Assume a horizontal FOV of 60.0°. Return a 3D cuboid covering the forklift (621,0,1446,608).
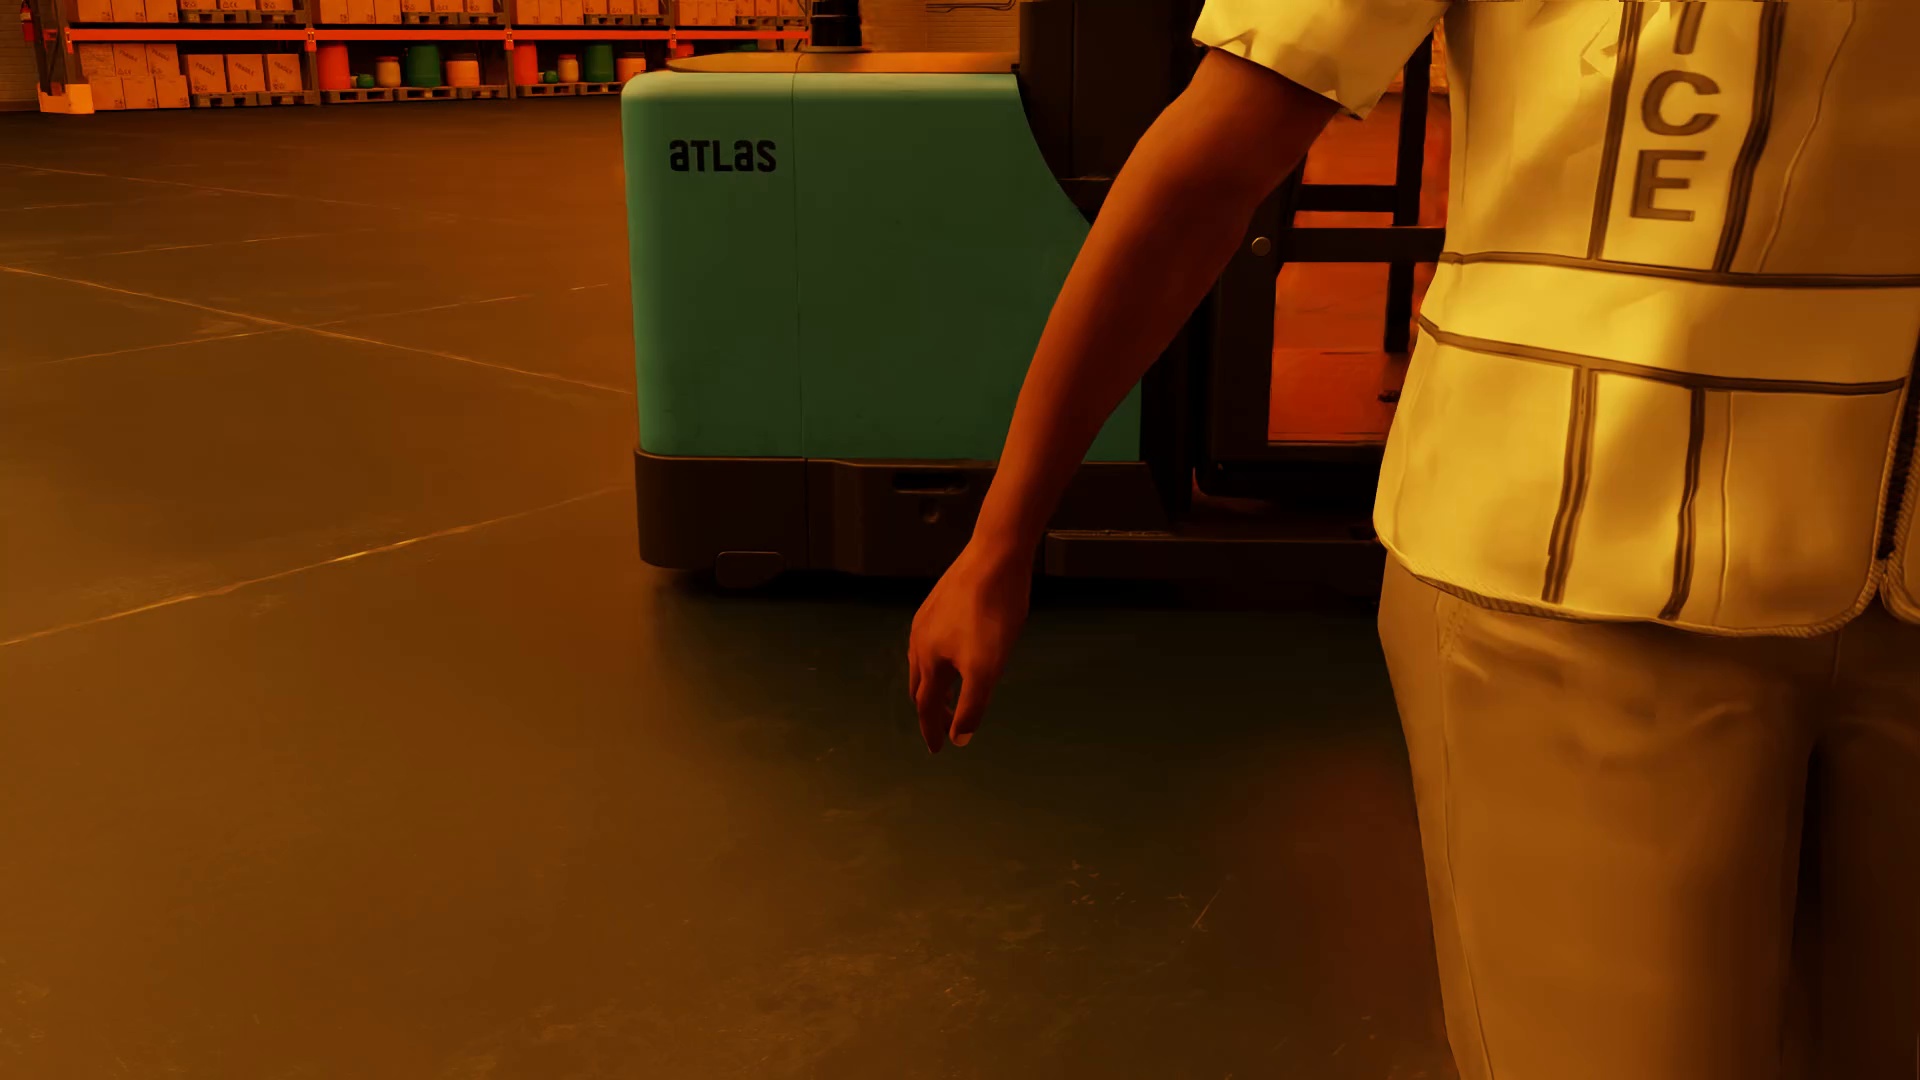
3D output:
[{"bbox_3d":[0.842,-1.406,3.529,3.031,2.935,1.130,1,17,2],"label":"forklift"}]
